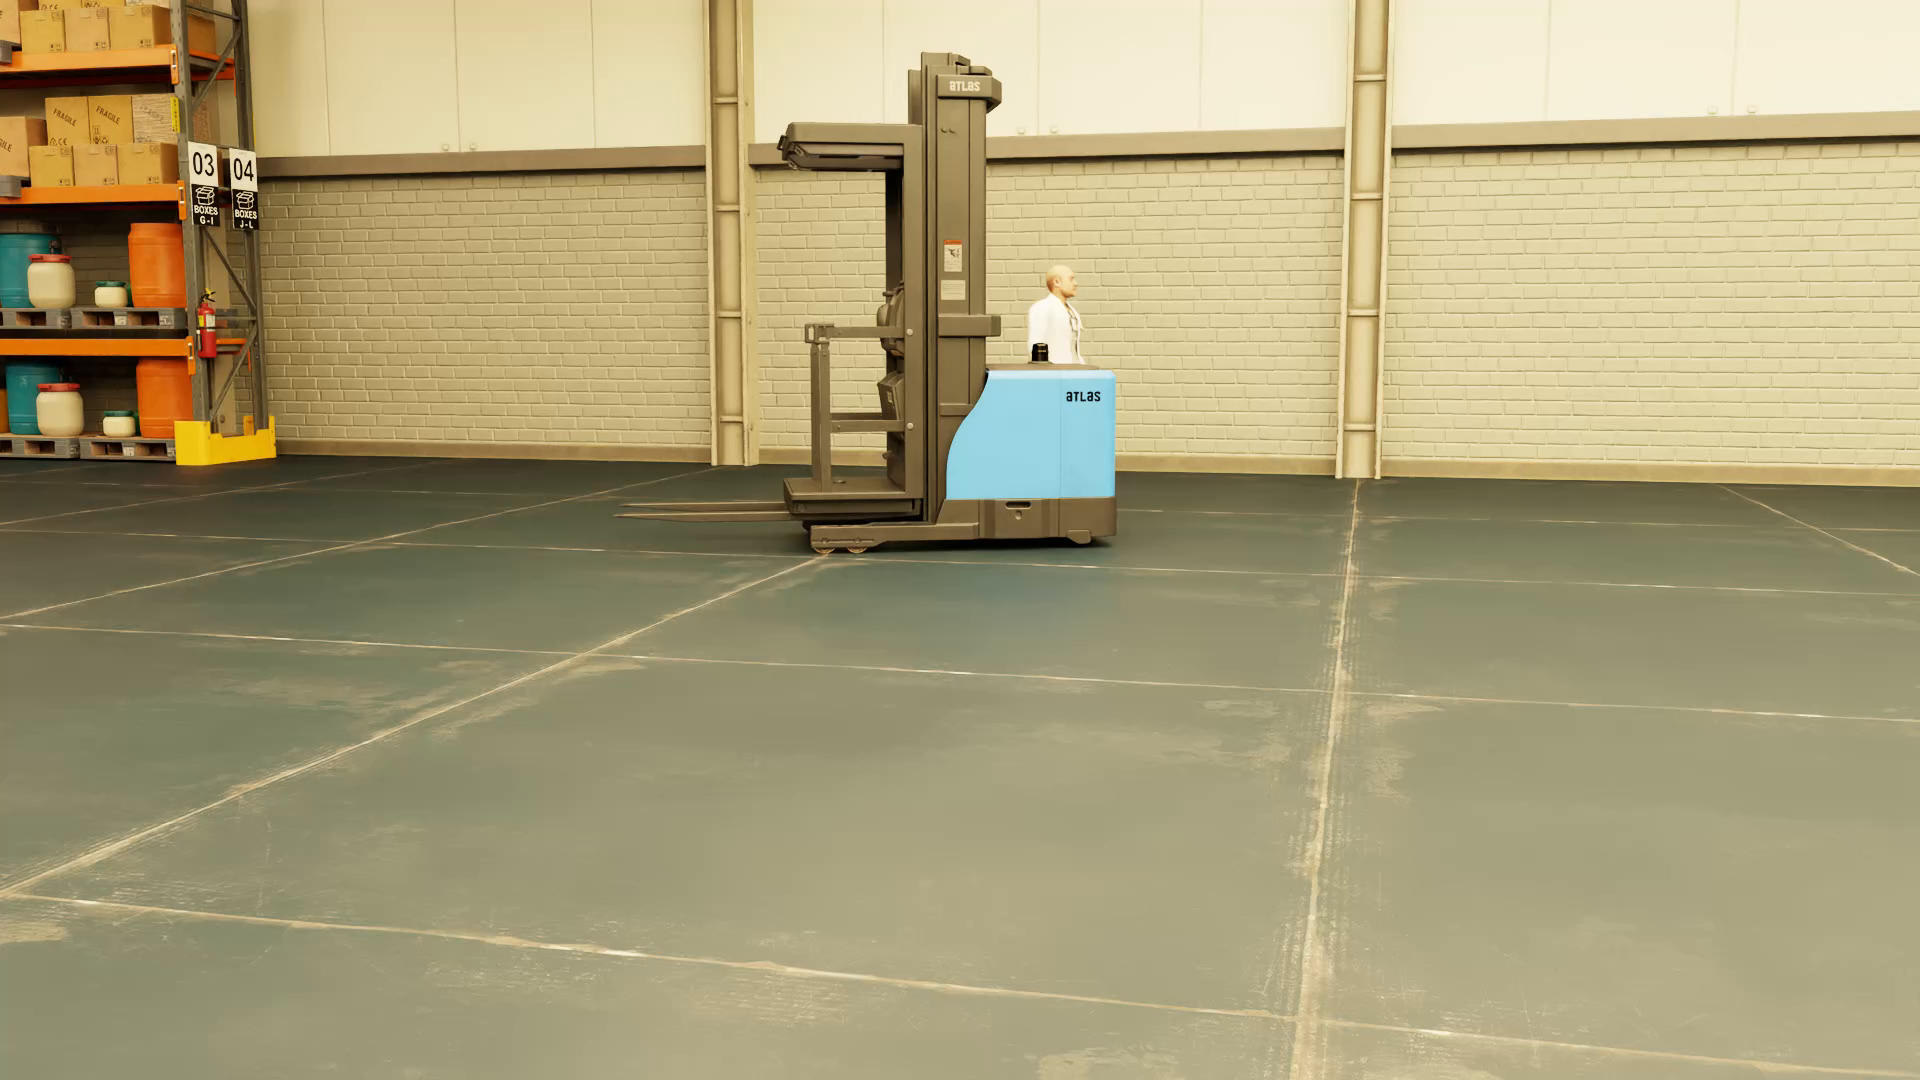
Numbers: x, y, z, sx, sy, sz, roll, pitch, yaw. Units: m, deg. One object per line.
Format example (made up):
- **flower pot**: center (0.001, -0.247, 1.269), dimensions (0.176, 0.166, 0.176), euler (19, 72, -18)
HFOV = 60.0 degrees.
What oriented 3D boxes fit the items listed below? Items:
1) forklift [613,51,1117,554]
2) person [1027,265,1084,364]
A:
- **forklift**: center (-0.602, -1.443, 10.231), dimensions (3.031, 2.935, 1.130), euler (-1, 7, -8)
- **person**: center (0.818, -1.085, 11.992), dimensions (0.538, 1.782, 0.713), euler (4, 8, 29)
